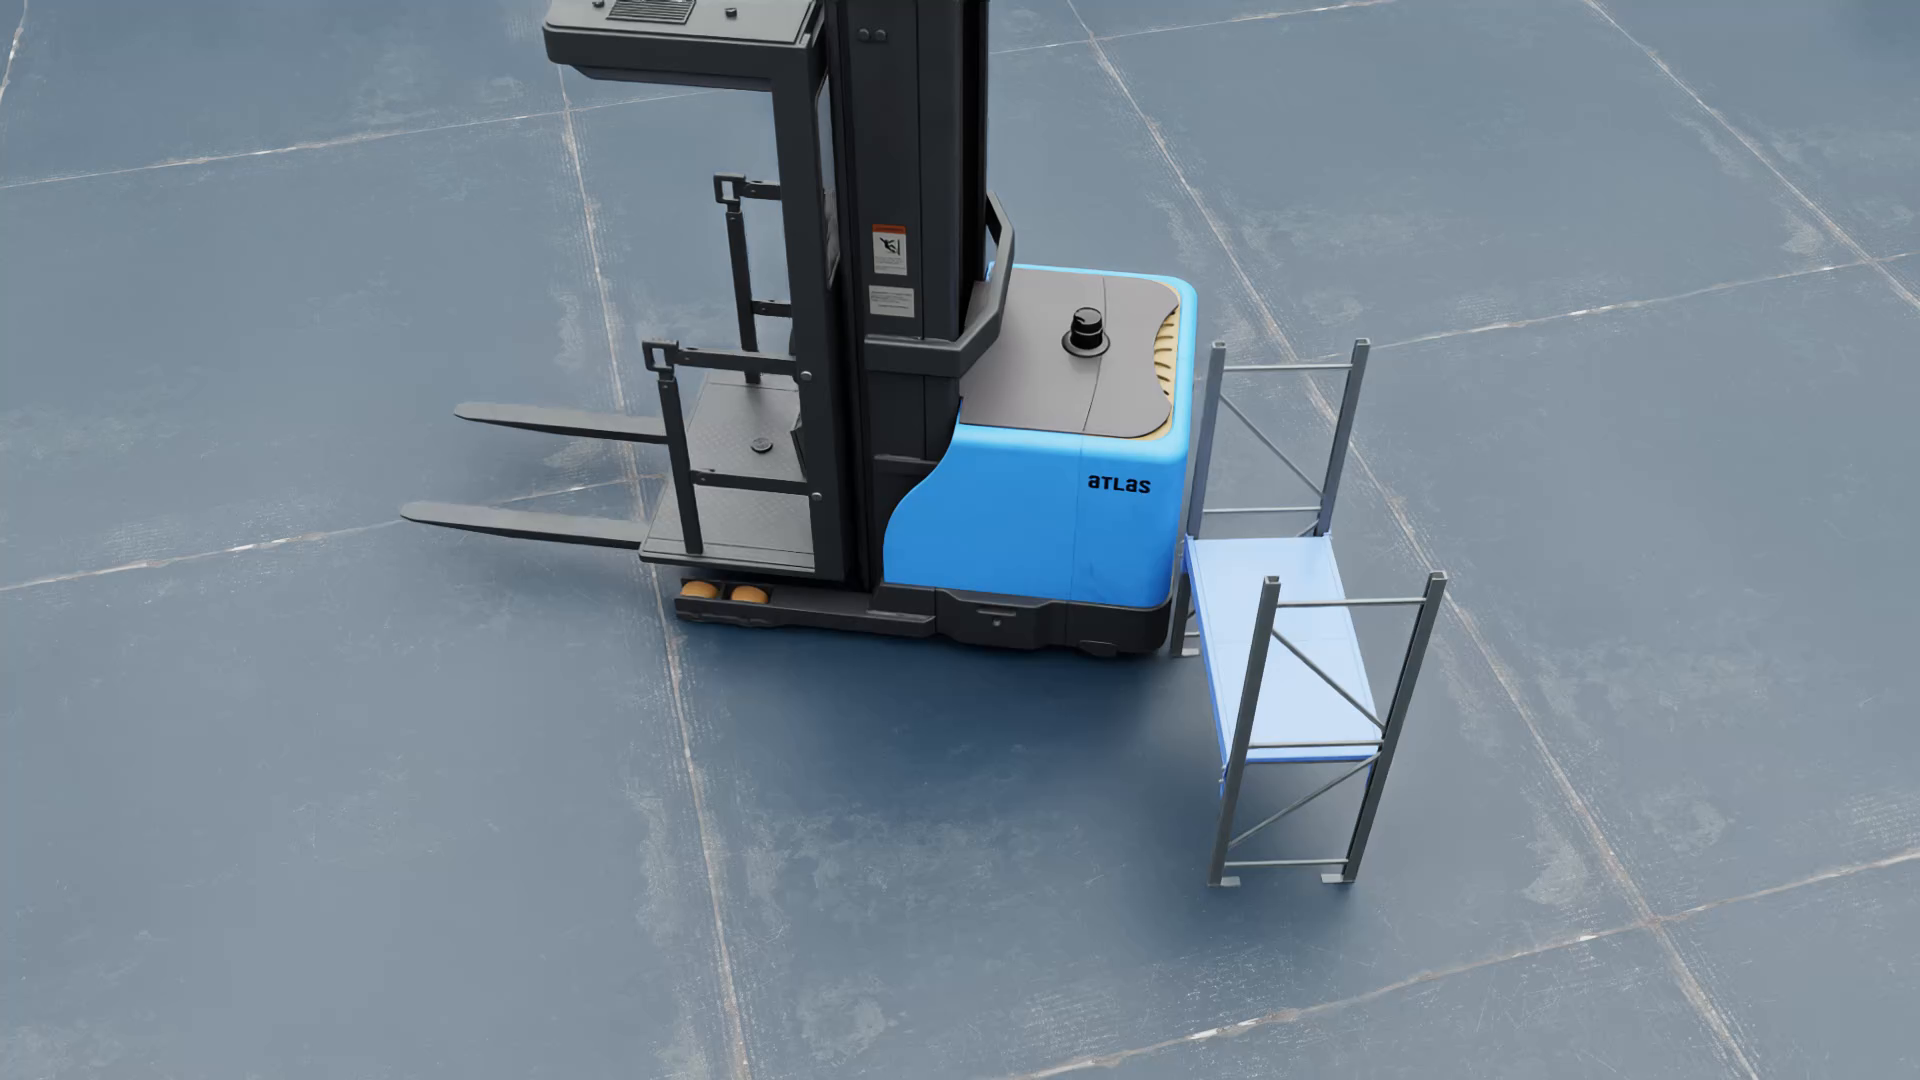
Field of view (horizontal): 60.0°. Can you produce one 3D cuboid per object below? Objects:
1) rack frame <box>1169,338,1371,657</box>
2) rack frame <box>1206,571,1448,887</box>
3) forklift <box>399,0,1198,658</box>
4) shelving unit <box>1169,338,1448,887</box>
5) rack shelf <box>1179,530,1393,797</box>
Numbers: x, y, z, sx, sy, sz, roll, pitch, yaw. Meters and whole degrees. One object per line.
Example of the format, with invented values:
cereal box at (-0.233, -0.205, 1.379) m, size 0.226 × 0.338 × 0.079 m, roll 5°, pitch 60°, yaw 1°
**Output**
rack frame at (1.048, -0.099, 5.797) m, size 0.500 × 1.500 × 0.032 m, roll -1°, pitch 46°, yaw -1°
rack frame at (1.084, 0.627, 5.086) m, size 0.500 × 1.500 × 0.032 m, roll -1°, pitch 46°, yaw -1°
forklift at (-0.660, -1.058, 5.734) m, size 3.031 × 2.935 × 1.130 m, roll 6°, pitch 46°, yaw 5°
shelving unit at (1.066, 0.264, 5.441) m, size 0.538 × 1.500 × 1.048 m, roll -1°, pitch 46°, yaw -1°
rack shelf at (1.066, 0.390, 5.570) m, size 0.538 × 0.185 × 1.000 m, roll -1°, pitch 46°, yaw -1°
